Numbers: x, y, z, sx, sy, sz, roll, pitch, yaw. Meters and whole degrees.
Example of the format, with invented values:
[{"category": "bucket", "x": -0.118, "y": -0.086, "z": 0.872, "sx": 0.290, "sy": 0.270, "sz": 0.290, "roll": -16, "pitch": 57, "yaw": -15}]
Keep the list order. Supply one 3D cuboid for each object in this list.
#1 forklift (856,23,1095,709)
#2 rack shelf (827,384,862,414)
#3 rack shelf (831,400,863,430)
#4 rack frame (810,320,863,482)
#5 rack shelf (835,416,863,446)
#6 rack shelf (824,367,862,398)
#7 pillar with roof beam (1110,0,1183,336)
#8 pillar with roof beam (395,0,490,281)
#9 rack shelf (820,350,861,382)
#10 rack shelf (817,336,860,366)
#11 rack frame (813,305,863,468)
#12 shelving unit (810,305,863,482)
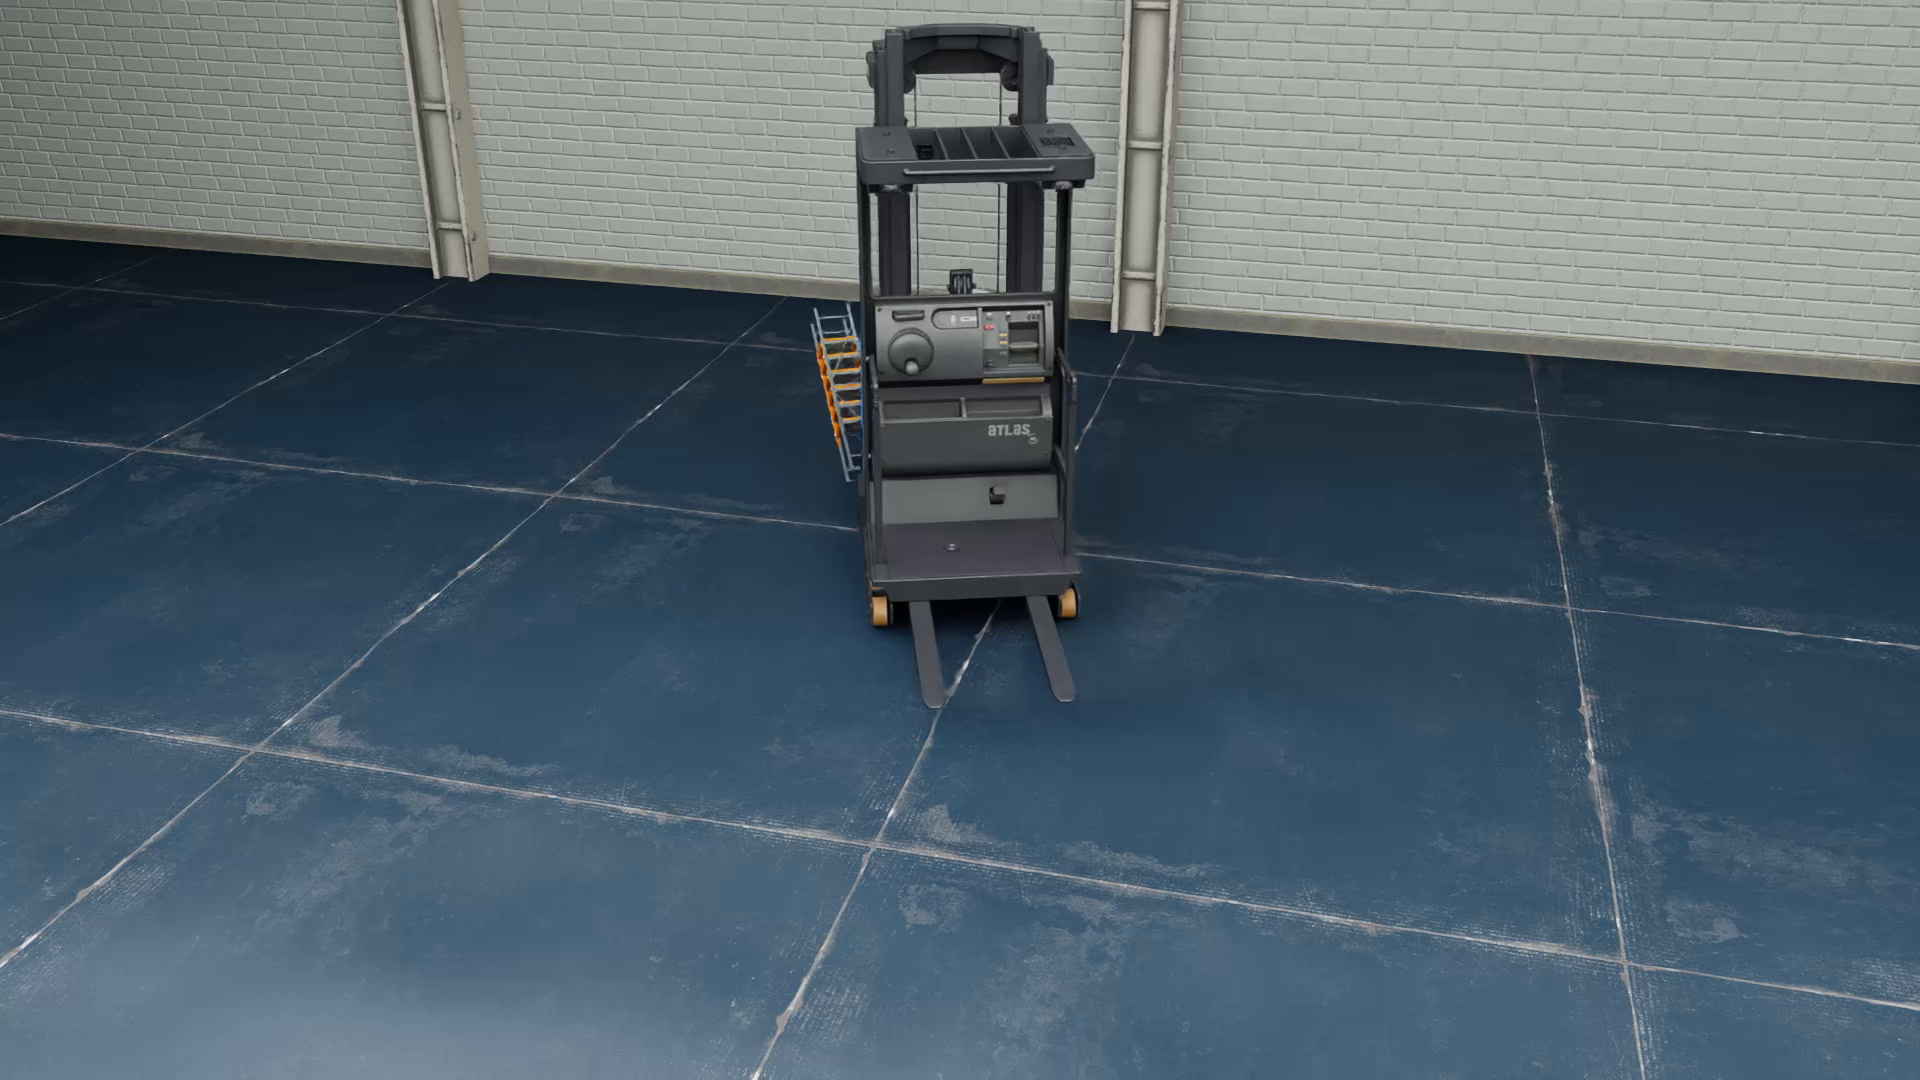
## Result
[{"category": "forklift", "x": 0.048, "y": -1.015, "z": 8.472, "sx": 1.130, "sy": 2.935, "sz": 3.031, "roll": -2, "pitch": 26, "yaw": -5}, {"category": "rack shelf", "x": -0.712, "y": -0.915, "z": 10.686, "sx": 0.258, "sy": 0.180, "sz": 0.103, "roll": -7, "pitch": 65, "yaw": -15}, {"category": "rack shelf", "x": -0.684, "y": -0.808, "z": 10.637, "sx": 0.258, "sy": 0.180, "sz": 0.103, "roll": -7, "pitch": 65, "yaw": -15}, {"category": "rack frame", "x": -0.738, "y": -0.913, "z": 10.784, "sx": 0.240, "sy": 0.006, "sz": 1.200, "roll": -7, "pitch": 65, "yaw": -15}, {"category": "rack shelf", "x": -0.657, "y": -0.702, "z": 10.589, "sx": 0.258, "sy": 0.180, "sz": 0.103, "roll": -7, "pitch": 65, "yaw": -15}, {"category": "rack shelf", "x": -0.739, "y": -1.021, "z": 10.735, "sx": 0.258, "sy": 0.180, "sz": 0.103, "roll": -7, "pitch": 65, "yaw": -15}, {"category": "pillar with roof beam", "x": 0.353, "y": -3.967, "z": 7.613, "sx": 0.400, "sy": 9.000, "sz": 9.100, "roll": 6, "pitch": 26, "yaw": 13}, {"category": "pillar with roof beam", "x": -5.457, "y": -4.609, "z": 8.962, "sx": 0.400, "sy": 9.000, "sz": 9.100, "roll": 6, "pitch": 26, "yaw": 13}, {"category": "rack shelf", "x": -0.766, "y": -1.127, "z": 10.783, "sx": 0.258, "sy": 0.180, "sz": 0.103, "roll": -7, "pitch": 65, "yaw": -15}, {"category": "rack shelf", "x": -0.793, "y": -1.233, "z": 10.832, "sx": 0.258, "sy": 0.180, "sz": 0.103, "roll": -7, "pitch": 65, "yaw": -15}, {"category": "rack frame", "x": -0.705, "y": -0.995, "z": 10.624, "sx": 0.240, "sy": 0.006, "sz": 1.200, "roll": -7, "pitch": 65, "yaw": -15}, {"category": "shelving unit", "x": -0.722, "y": -0.954, "z": 10.704, "sx": 0.258, "sy": 0.189, "sz": 1.200, "roll": -7, "pitch": 65, "yaw": -15}]
